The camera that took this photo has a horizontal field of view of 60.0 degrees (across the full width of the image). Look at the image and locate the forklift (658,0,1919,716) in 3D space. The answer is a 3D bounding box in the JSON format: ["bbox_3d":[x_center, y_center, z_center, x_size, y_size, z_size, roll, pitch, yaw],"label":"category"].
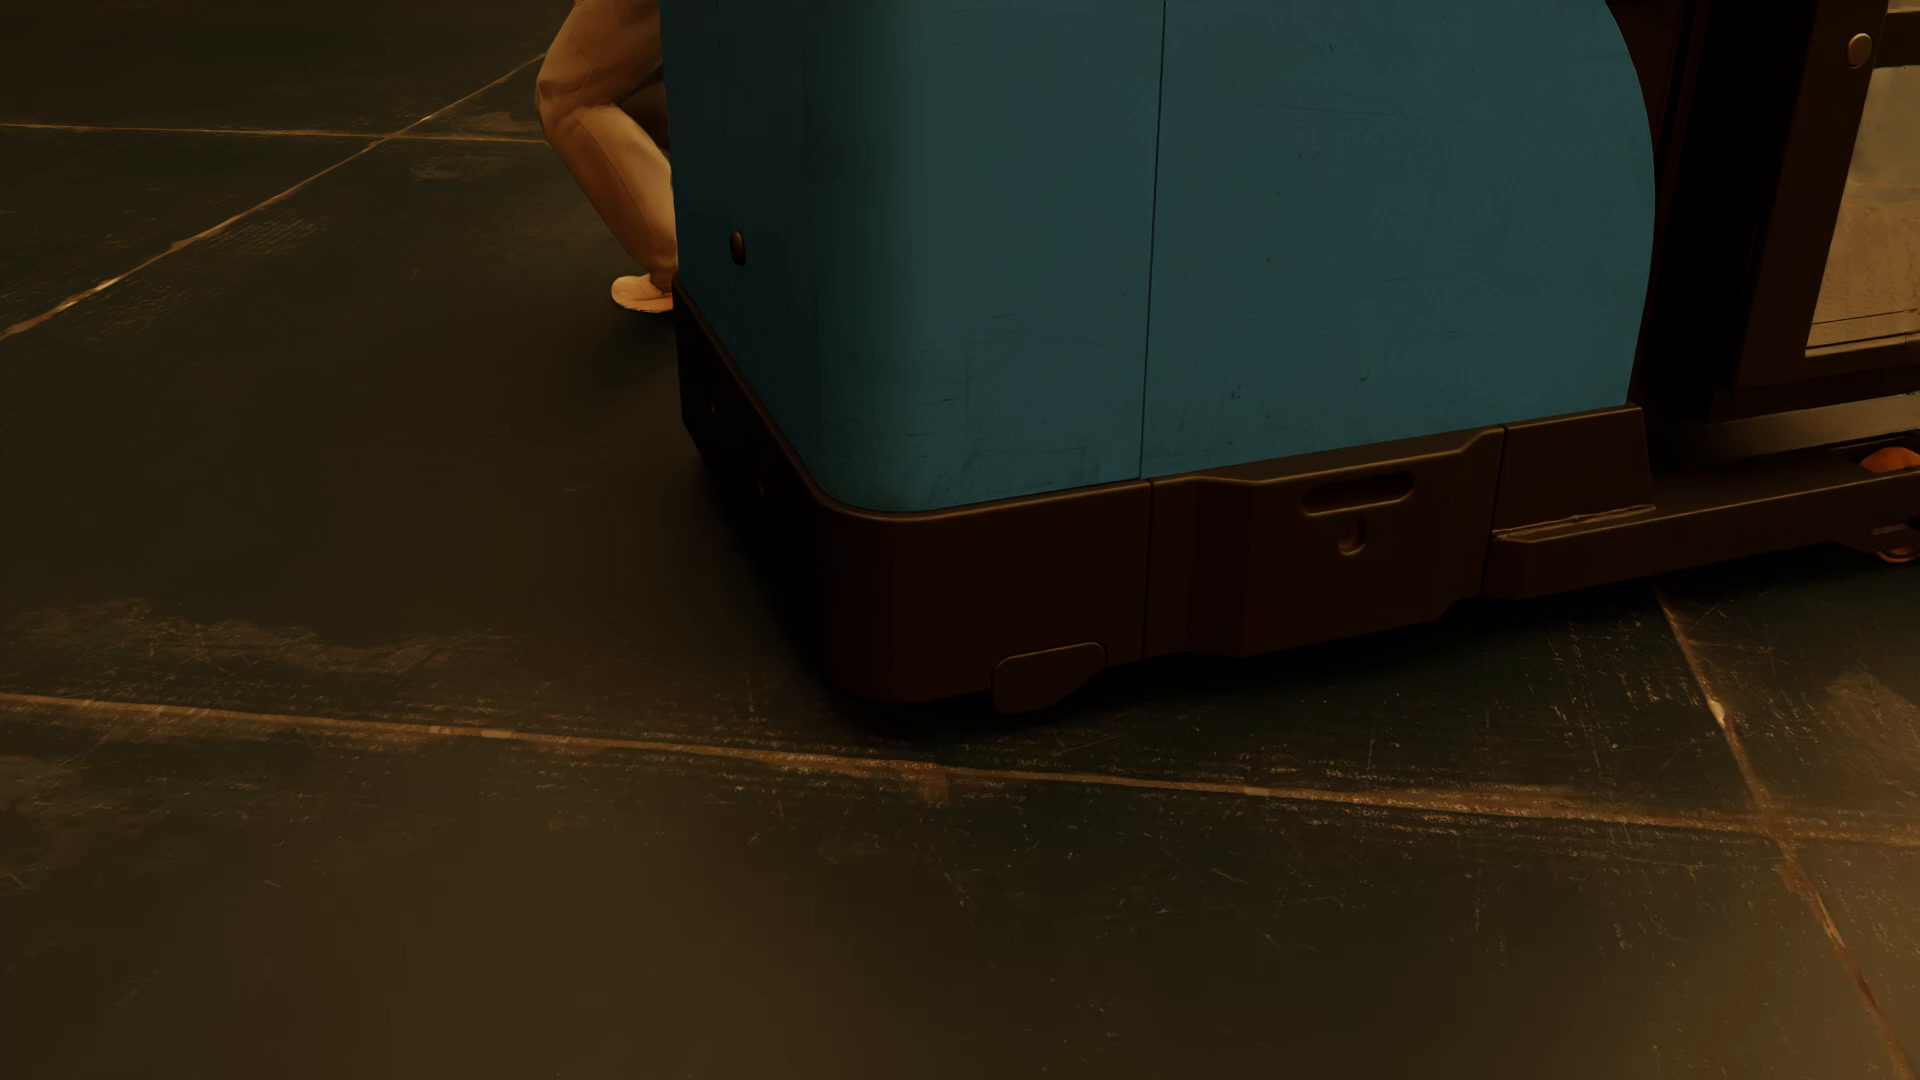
[{"bbox_3d":[1.115,-1.490,2.203,3.031,2.935,1.130,-9,28,-18],"label":"forklift"}]

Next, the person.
[{"bbox_3d":[-0.561,-1.198,3.269,0.570,1.483,0.806,1,27,2],"label":"person"}]
